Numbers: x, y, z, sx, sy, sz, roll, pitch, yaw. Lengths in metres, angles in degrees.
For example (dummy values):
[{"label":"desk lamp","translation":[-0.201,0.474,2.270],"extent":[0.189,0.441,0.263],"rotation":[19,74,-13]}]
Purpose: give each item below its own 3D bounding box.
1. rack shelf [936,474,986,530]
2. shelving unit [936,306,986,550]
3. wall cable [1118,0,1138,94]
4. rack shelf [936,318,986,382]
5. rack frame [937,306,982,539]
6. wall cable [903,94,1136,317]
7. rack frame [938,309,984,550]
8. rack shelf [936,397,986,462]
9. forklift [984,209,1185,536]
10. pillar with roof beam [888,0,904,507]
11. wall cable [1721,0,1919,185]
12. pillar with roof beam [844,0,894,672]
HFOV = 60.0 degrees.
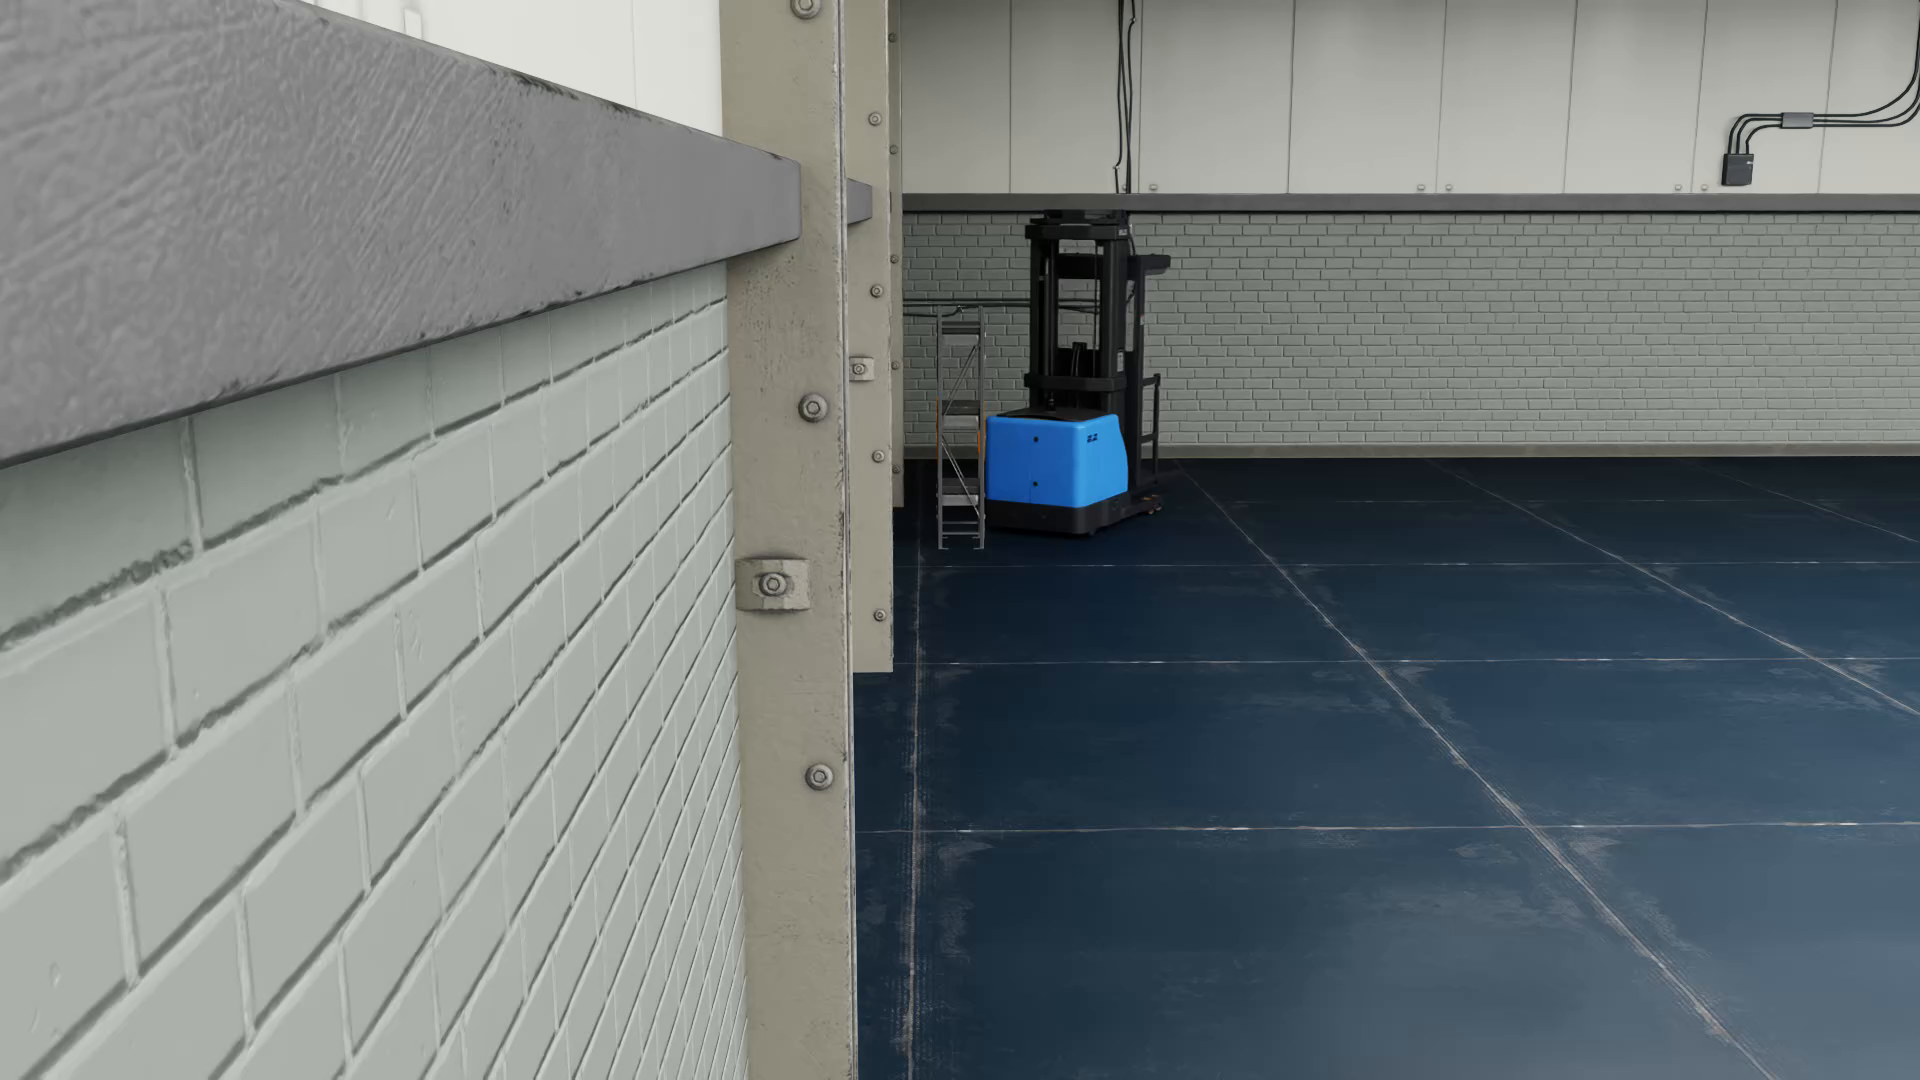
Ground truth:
[{"label":"rack shelf","translation":[0.003,-0.297,14.830],"extent":[0.431,0.518,0.480],"rotation":[0,11,-1]},{"label":"shelving unit","translation":[0.003,-0.996,14.688],"extent":[0.431,2.100,0.503],"rotation":[0,11,-1]},{"label":"wall cable","translation":[3.244,-6.338,18.772],"extent":[3.097,2.526,0.112],"rotation":[0,11,-1]},{"label":"rack shelf","translation":[0.003,-1.669,14.552],"extent":[0.431,0.518,0.480],"rotation":[0,11,-1]},{"label":"rack frame","translation":[-0.002,-1.045,14.927],"extent":[0.400,2.100,0.015],"rotation":[0,11,-1]},{"label":"wall cable","translation":[0.539,-3.851,19.219],"extent":[3.097,2.526,0.112],"rotation":[0,11,-1]},{"label":"rack frame","translation":[0.009,-0.948,14.449],"extent":[0.400,2.100,0.015],"rotation":[0,11,-1]},{"label":"rack shelf","translation":[0.003,-0.983,14.691],"extent":[0.431,0.518,0.480],"rotation":[0,11,-1]},{"label":"forklift","translation":[1.361,-1.726,16.193],"extent":[1.130,2.935,3.031],"rotation":[6,13,28]},{"label":"pillar with roof beam","translation":[3.582,-4.800,16.085],"extent":[9.100,9.000,0.400],"rotation":[0,11,-1]},{"label":"wall cable","translation":[10.031,-7.076,18.749],"extent":[2.305,6.003,0.169],"rotation":[0,11,-1]},{"label":"pillar with roof beam","translation":[3.706,-3.607,10.206],"extent":[9.100,9.000,0.400],"rotation":[0,11,-1]}]
